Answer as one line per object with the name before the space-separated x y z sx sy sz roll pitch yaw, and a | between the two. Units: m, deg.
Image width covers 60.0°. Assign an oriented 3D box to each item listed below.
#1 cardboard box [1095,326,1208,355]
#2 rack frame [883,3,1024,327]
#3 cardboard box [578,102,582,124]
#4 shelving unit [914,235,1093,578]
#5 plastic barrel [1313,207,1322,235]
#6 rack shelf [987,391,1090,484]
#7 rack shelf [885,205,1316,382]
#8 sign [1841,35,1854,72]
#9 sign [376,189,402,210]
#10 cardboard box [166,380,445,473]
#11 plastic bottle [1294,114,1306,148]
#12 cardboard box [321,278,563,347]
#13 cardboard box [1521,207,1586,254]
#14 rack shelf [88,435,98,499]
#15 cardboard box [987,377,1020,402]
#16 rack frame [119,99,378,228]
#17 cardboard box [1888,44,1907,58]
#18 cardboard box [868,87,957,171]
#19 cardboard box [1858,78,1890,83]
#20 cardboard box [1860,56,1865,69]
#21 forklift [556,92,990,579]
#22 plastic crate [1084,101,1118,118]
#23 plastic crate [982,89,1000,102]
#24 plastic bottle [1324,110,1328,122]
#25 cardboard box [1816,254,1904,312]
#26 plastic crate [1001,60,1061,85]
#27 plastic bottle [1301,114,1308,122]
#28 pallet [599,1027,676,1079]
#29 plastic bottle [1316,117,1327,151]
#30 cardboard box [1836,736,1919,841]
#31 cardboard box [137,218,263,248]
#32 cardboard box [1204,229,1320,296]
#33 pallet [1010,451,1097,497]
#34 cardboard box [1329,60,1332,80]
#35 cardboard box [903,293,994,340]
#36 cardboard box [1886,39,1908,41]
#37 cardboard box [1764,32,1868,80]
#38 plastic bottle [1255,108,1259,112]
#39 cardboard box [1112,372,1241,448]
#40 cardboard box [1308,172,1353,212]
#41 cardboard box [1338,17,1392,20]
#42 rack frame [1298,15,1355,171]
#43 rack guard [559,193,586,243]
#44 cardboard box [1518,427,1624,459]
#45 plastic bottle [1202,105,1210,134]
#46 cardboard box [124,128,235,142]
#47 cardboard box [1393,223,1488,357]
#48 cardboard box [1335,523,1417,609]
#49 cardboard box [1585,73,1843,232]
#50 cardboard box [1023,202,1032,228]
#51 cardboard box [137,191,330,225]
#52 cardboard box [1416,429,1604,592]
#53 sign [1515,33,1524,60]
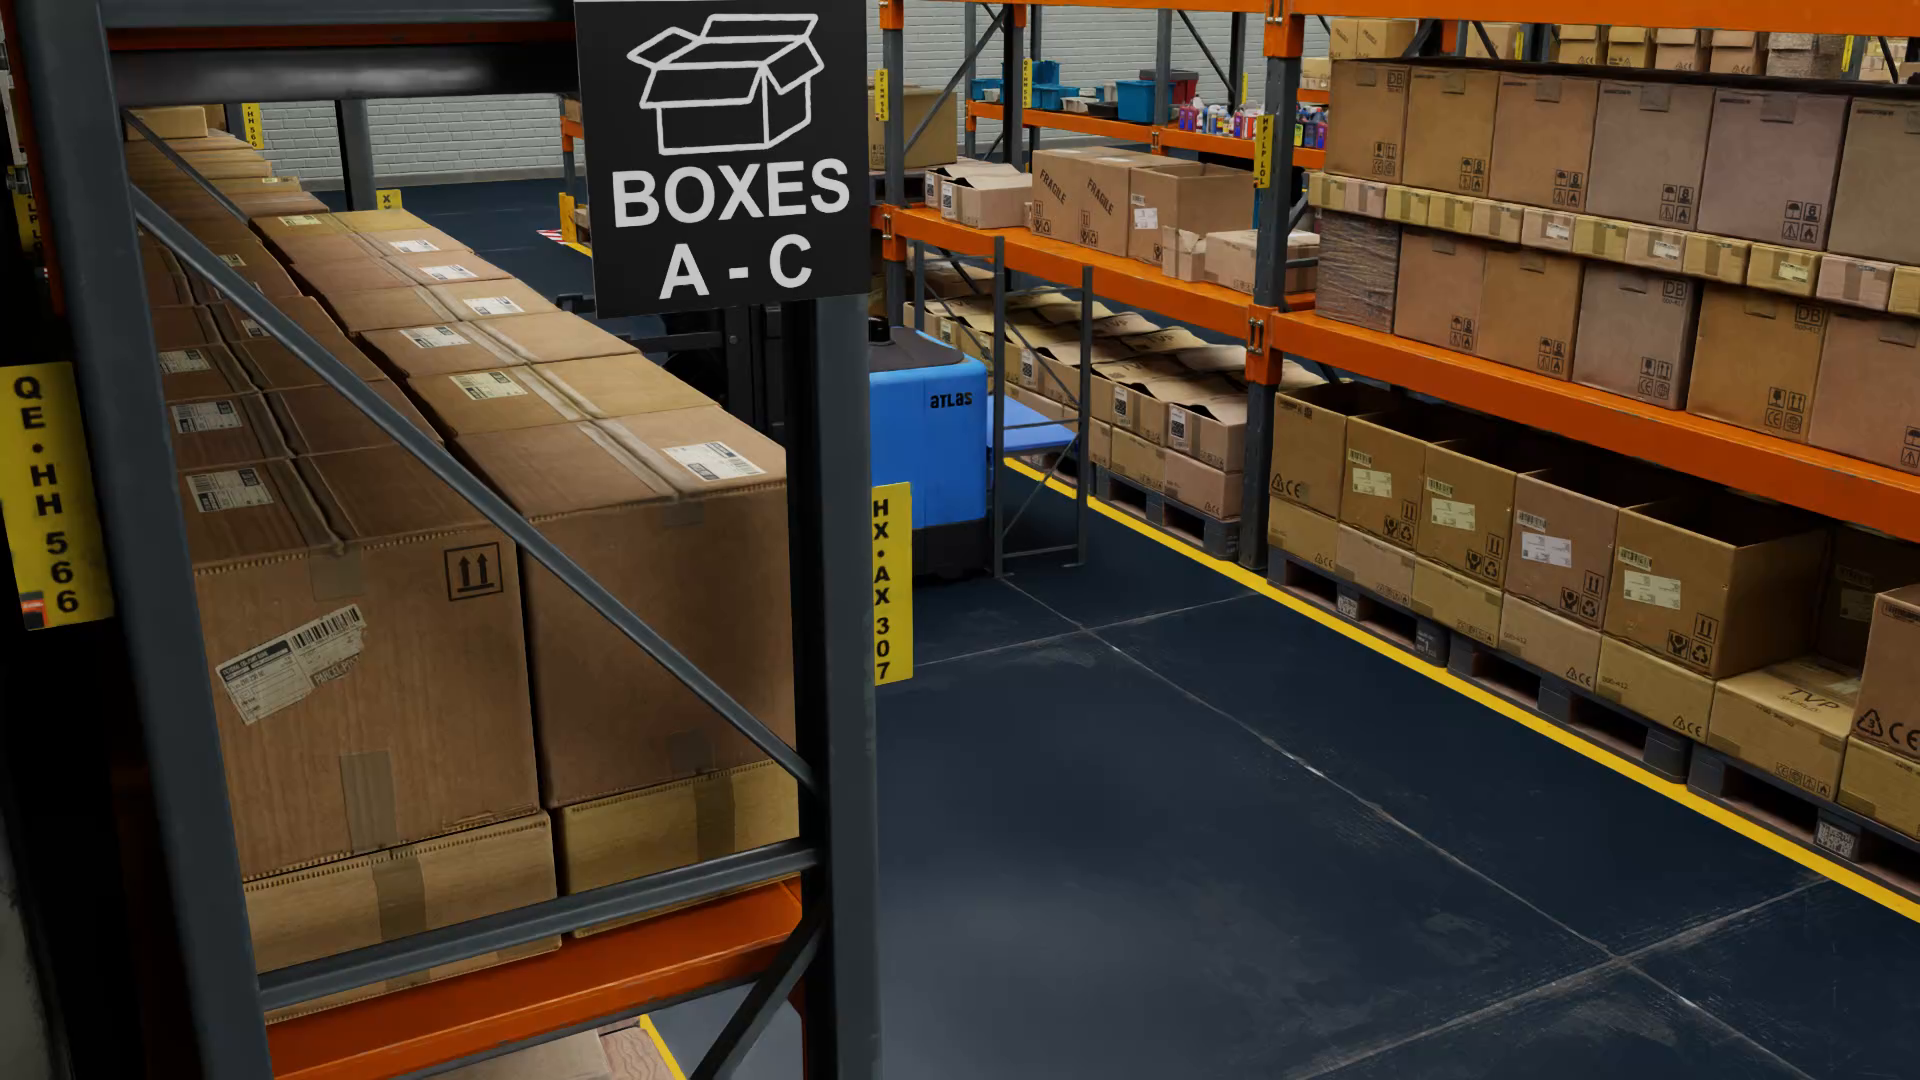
cardboard box | 1.153 -1.113 10.047 0.500 0.311 0.500 -9 21 -25
rack frame | -0.038 -2.499 11.353 1.000 3.000 0.127 -10 21 -27
cardboard box | -3.609 -4.528 17.077 0.500 0.500 0.500 -10 22 -27
shelving unit | 0.196 -0.709 8.463 0.538 1.500 1.048 -8 21 -22
plastic barrel | 3.539 -2.786 15.237 0.600 0.588 0.708 -10 21 -27
rack shelf | 0.196 -0.539 8.522 0.538 0.185 1.000 -8 21 -22
rack shelf | 0.911 -1.585 9.806 1.077 0.370 4.000 -10 21 -27
sign | 8.195 -4.493 15.355 0.100 0.325 0.005 -10 21 -27
sign | -2.023 -1.078 5.907 0.100 0.325 0.005 -10 21 -27
cardboard box | -1.238 0.024 3.089 0.500 0.500 0.500 -10 21 -26
plastic bottle | 3.061 -3.680 14.953 0.061 0.283 0.133 -10 21 -27
cardboard box | -1.281 -0.350 4.174 0.500 0.500 0.500 -9 21 -25
cardboard box | 2.434 -1.228 6.522 0.380 0.149 0.250 -11 22 -28
rack shelf | -3.446 -0.817 7.579 1.077 0.370 4.000 -10 21 -27
cardboard box | 0.444 -0.910 10.317 0.500 0.250 0.500 -11 22 -28
rack frame | -2.497 -0.583 5.798 1.000 3.000 0.127 -10 21 -27
cardboard box | 11.351 -5.872 19.955 0.380 0.149 0.250 -10 22 -27
cardboard box | -0.436 -2.908 11.741 0.500 0.500 0.700 16 25 39
cardboard box | 8.690 -4.262 16.306 0.500 0.500 0.500 -9 21 -25
cardboard box | 11.102 -5.882 20.441 0.380 0.149 0.250 -10 22 -28
forklift | -1.419 -1.157 7.568 3.031 2.935 1.130 -8 21 -22
plastic crate | 1.655 -4.592 17.746 0.437 0.125 0.590 -10 21 -27
plastic crate | 0.431 -5.239 19.604 0.250 0.136 0.298 -10 21 -27
plastic bottle | 3.482 -3.937 15.710 0.152 0.276 0.135 -10 21 -27
cardboard box | 3.047 -0.858 5.447 0.380 0.149 0.250 -10 21 -26
plastic crate | 0.847 -5.540 20.018 0.616 0.435 0.499 -10 21 -27
plastic bottle | 3.115 -3.689 14.980 0.061 0.283 0.133 -10 21 -27
pallet | -0.988 1.623 3.680 1.003 0.211 1.213 -10 21 -27
plastic bottle | 3.213 -3.588 14.688 0.061 0.283 0.133 -10 21 -27
cardboard box | 3.246 0.790 5.391 0.500 0.250 0.500 -10 21 -27
cardboard box | -2.457 -0.708 5.212 0.500 0.500 0.500 -11 22 -28
cardboard box | 1.589 -1.415 8.439 0.500 0.250 0.500 -9 21 -23
pallet | 0.894 -0.589 10.091 1.003 0.211 1.213 -10 21 -27
cardboard box | 5.126 -6.071 21.478 0.500 0.250 0.500 -10 22 -27
cardboard box | -0.048 -1.467 11.074 0.500 0.311 0.500 -9 21 -25
cardboard box | 14.322 -7.298 25.107 0.500 0.500 0.500 -9 21 -25
cardboard box | 8.349 -4.766 16.232 0.797 0.503 0.637 -9 21 -25
plastic bottle | 2.974 -4.228 16.666 0.097 0.201 0.097 0 19 0
cardboard box | 1.164 -0.735 8.952 0.500 0.311 0.500 -9 21 -25
cardboard box | 1.818 -1.598 7.592 0.380 0.149 0.250 -10 21 -27
cardboard box | 5.345 -6.654 22.018 0.500 0.500 0.500 -10 21 -26
rack frame | 4.883 -6.329 22.452 1.000 3.000 0.127 -10 21 -27
rack guard | -3.801 -3.592 18.352 1.175 0.500 0.348 -10 21 -27
cardboard box | 2.742 -0.217 7.159 0.500 0.500 0.500 -10 21 -27
plastic bottle | 2.402 -4.085 16.145 0.097 0.271 0.097 0 19 0
cardboard box | -4.164 -1.853 8.651 0.700 0.500 0.500 -13 23 -33
cardboard box | 2.334 -1.121 7.206 0.700 0.500 0.500 -10 22 -27
cardboard box | 2.048 0.075 7.465 0.500 0.250 0.500 -10 21 -27
cardboard box | 2.792 -1.453 6.178 0.700 0.500 0.500 -10 21 -27
cardboard box | 0.617 -2.023 10.358 0.380 0.149 0.250 -8 21 -23
cardboard box | -2.708 -0.989 6.149 0.700 0.500 0.500 -10 21 -26
cardboard box | 2.281 -0.136 6.924 0.500 0.500 0.500 -10 21 -27
sign | 6.295 -5.541 18.719 0.100 0.325 0.005 -10 21 -27
